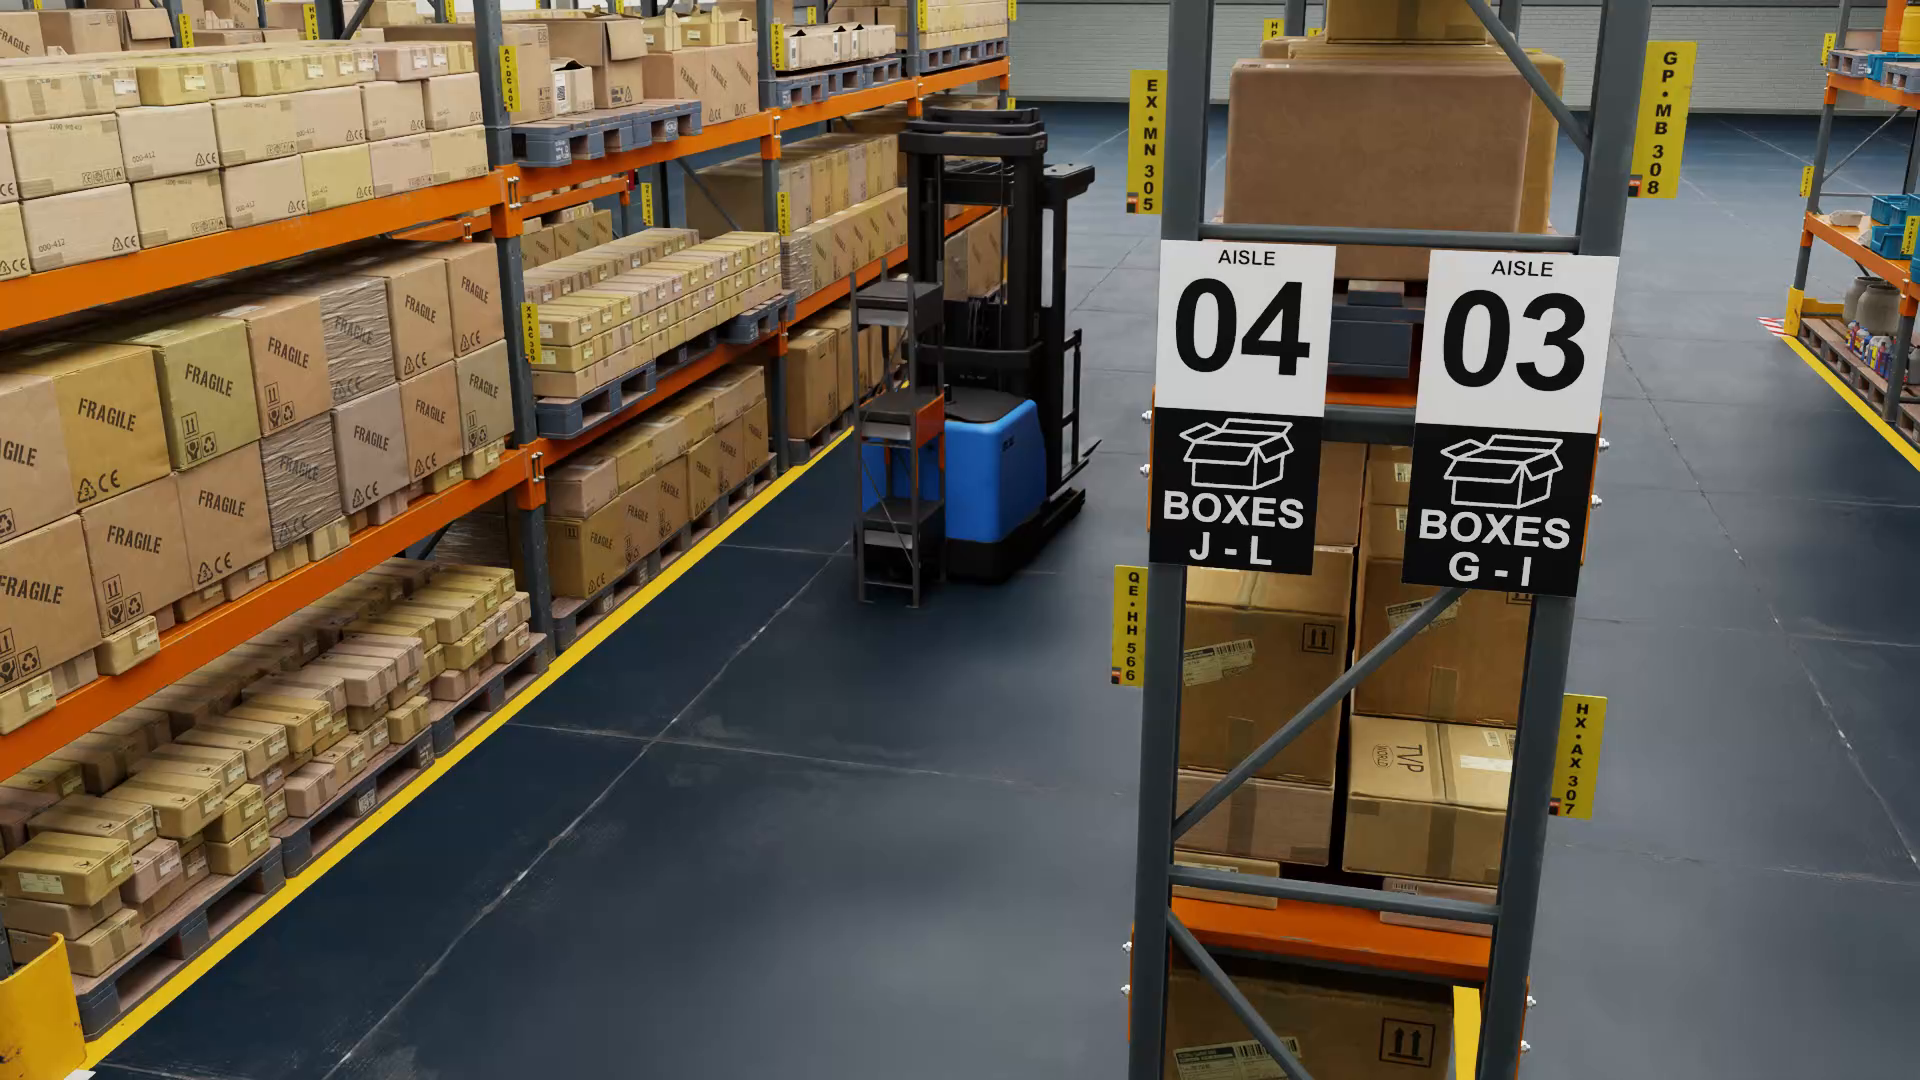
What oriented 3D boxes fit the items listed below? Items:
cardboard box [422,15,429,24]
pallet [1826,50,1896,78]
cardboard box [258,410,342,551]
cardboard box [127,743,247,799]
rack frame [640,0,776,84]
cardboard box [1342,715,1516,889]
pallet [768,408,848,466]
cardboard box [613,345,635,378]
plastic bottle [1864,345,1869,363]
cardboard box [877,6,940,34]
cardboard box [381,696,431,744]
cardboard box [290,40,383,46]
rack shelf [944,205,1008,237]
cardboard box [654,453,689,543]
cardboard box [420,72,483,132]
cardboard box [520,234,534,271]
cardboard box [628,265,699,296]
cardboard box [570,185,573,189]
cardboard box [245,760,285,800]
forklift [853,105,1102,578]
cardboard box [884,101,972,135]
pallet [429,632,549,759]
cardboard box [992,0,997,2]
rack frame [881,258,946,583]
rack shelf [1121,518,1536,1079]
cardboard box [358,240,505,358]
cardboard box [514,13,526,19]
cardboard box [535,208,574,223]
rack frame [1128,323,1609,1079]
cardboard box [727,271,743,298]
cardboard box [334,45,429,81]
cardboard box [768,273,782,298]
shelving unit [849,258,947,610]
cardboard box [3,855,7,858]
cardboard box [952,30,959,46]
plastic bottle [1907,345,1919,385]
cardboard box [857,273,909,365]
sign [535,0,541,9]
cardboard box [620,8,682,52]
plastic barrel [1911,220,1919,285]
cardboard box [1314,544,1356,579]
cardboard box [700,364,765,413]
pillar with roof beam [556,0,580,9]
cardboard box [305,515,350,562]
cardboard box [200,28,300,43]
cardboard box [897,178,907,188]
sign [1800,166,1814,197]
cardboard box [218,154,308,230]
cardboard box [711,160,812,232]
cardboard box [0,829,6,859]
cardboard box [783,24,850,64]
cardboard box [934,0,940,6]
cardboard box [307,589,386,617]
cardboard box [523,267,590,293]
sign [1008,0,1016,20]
[{"bbox_3d":[-5.860,-5.497,17.655,0.380,0.149,0.250,4,19,12],"label":"cardboard box"},{"bbox_3d":[9.378,-4.773,16.673,1.003,0.211,1.213,5,19,13],"label":"pallet"},{"bbox_3d":[-3.088,-0.284,7.263,0.500,0.500,0.500,4,19,12],"label":"cardboard box"},{"bbox_3d":[-3.248,0.988,6.995,0.380,0.149,0.250,4,19,11],"label":"cardboard box"},{"bbox_3d":[-1.868,-4.841,11.938,1.000,3.000,0.127,5,19,13],"label":"rack frame"},{"bbox_3d":[1.342,0.730,4.681,0.500,0.250,0.500,4,19,12],"label":"cardboard box"},{"bbox_3d":[-1.602,-0.923,14.064,1.003,0.211,1.213,5,19,13],"label":"pallet"},{"bbox_3d":[-2.176,-1.080,9.949,0.380,0.149,0.250,5,19,14],"label":"cardboard box"},{"bbox_3d":[8.747,-1.801,15.968,0.097,0.201,0.097,0,19,0],"label":"plastic bottle"},{"bbox_3d":[-0.499,-5.122,16.370,0.500,0.250,0.500,5,19,14],"label":"cardboard box"},{"bbox_3d":[-2.863,0.876,8.242,0.380,0.149,0.250,5,19,13],"label":"cardboard box"},{"bbox_3d":[-3.151,-2.450,8.420,0.380,0.149,0.250,4,19,12],"label":"cardboard box"},{"bbox_3d":[-0.402,-3.542,18.530,1.077,0.370,4.000,5,19,13],"label":"rack shelf"},{"bbox_3d":[-2.165,-0.306,11.160,0.500,0.500,0.500,5,19,14],"label":"cardboard box"},{"bbox_3d":[-2.711,-2.168,8.213,0.500,0.250,0.500,4,19,11],"label":"cardboard box"},{"bbox_3d":[-5.190,-3.200,18.858,0.500,0.500,0.500,5,20,16],"label":"cardboard box"},{"bbox_3d":[-1.925,-1.687,10.804,0.380,0.149,0.250,5,20,15],"label":"cardboard box"},{"bbox_3d":[-4.892,-4.296,20.014,0.380,0.149,0.250,5,19,14],"label":"cardboard box"},{"bbox_3d":[-3.209,1.044,7.292,0.380,0.149,0.250,4,19,11],"label":"cardboard box"},{"bbox_3d":[0.288,-1.582,11.785,1.130,2.935,3.031,7,20,20],"label":"forklift"},{"bbox_3d":[-0.355,-4.634,18.710,0.875,0.550,0.550,5,19,13],"label":"cardboard box"},{"bbox_3d":[-2.975,0.785,9.063,1.003,0.211,1.213,5,19,13],"label":"pallet"},{"bbox_3d":[0.209,-6.142,18.740,0.380,0.149,0.250,5,19,14],"label":"cardboard box"},{"bbox_3d":[-0.289,-0.732,10.552,0.400,2.100,0.015,7,21,19],"label":"rack frame"},{"bbox_3d":[1.451,0.643,6.279,1.077,0.370,4.000,5,19,13],"label":"rack shelf"},{"bbox_3d":[-2.698,-1.241,8.517,0.500,0.500,0.500,4,19,11],"label":"cardboard box"},{"bbox_3d":[-5.056,-5.778,18.478,0.380,0.149,0.250,4,19,13],"label":"cardboard box"},{"bbox_3d":[-4.836,-3.875,19.832,0.380,0.149,0.250,6,20,16],"label":"cardboard box"},{"bbox_3d":[0.963,0.929,4.327,1.000,3.000,0.127,5,19,13],"label":"rack frame"},{"bbox_3d":[-1.734,-1.787,11.557,0.380,0.149,0.250,5,19,14],"label":"cardboard box"},{"bbox_3d":[-2.730,-2.239,7.802,0.380,0.149,0.250,5,19,13],"label":"cardboard box"},{"bbox_3d":[-1.542,-1.891,12.321,0.380,0.149,0.250,5,19,14],"label":"cardboard box"},{"bbox_3d":[-0.371,-0.653,10.336,0.431,2.100,0.503,7,21,19],"label":"shelving unit"},{"bbox_3d":[-3.854,1.250,6.689,0.380,0.149,0.250,4,19,12],"label":"cardboard box"},{"bbox_3d":[-0.225,-5.209,17.240,0.380,0.149,0.250,4,19,13],"label":"cardboard box"},{"bbox_3d":[8.715,-1.609,15.175,0.144,0.351,0.185,5,19,13],"label":"plastic bottle"},{"bbox_3d":[-0.955,-2.188,16.284,1.050,0.750,0.750,5,19,13],"label":"cardboard box"},{"bbox_3d":[-5.264,-6.744,20.800,0.100,0.325,0.005,5,19,13],"label":"sign"},{"bbox_3d":[-2.009,-3.279,10.667,0.396,0.266,0.258,5,19,13],"label":"cardboard box"},{"bbox_3d":[8.309,-2.581,13.828,0.600,0.901,0.708,5,19,13],"label":"plastic barrel"},{"bbox_3d":[1.324,0.050,6.671,0.500,0.250,0.500,5,20,15],"label":"cardboard box"},{"bbox_3d":[-1.780,-1.137,12.434,0.500,0.250,0.500,4,19,12],"label":"cardboard box"},{"bbox_3d":[-3.490,-11.372,31.061,9.100,9.000,0.400,5,19,13],"label":"pillar with roof beam"},{"bbox_3d":[-3.000,-0.026,7.510,0.380,0.149,0.250,5,19,14],"label":"cardboard box"},{"bbox_3d":[-6.347,-4.310,14.864,0.797,0.503,0.637,5,19,13],"label":"cardboard box"},{"bbox_3d":[-0.812,-3.443,16.895,0.875,0.550,0.550,5,19,13],"label":"cardboard box"},{"bbox_3d":[9.142,-3.871,17.951,0.100,0.325,0.005,5,19,13],"label":"sign"},{"bbox_3d":[-3.082,-1.451,6.888,0.500,0.250,0.500,5,19,13],"label":"cardboard box"},{"bbox_3d":[-1.626,-2.821,13.604,0.700,0.500,0.500,4,19,13],"label":"cardboard box"},{"bbox_3d":[-3.939,1.189,6.408,0.380,0.149,0.250,5,19,14],"label":"cardboard box"},{"bbox_3d":[-1.230,-4.153,13.898,0.500,0.311,0.500,4,19,12],"label":"cardboard box"},{"bbox_3d":[-0.410,-5.347,16.411,0.380,0.149,0.250,4,19,13],"label":"cardboard box"},{"bbox_3d":[-3.269,0.377,8.783,0.380,0.149,0.250,4,19,13],"label":"cardboard box"},{"bbox_3d":[-2.617,-1.659,10.723,0.380,0.149,0.250,4,19,11],"label":"cardboard box"},{"bbox_3d":[0.610,-6.263,19.495,0.100,0.325,0.005,5,19,13],"label":"sign"}]
